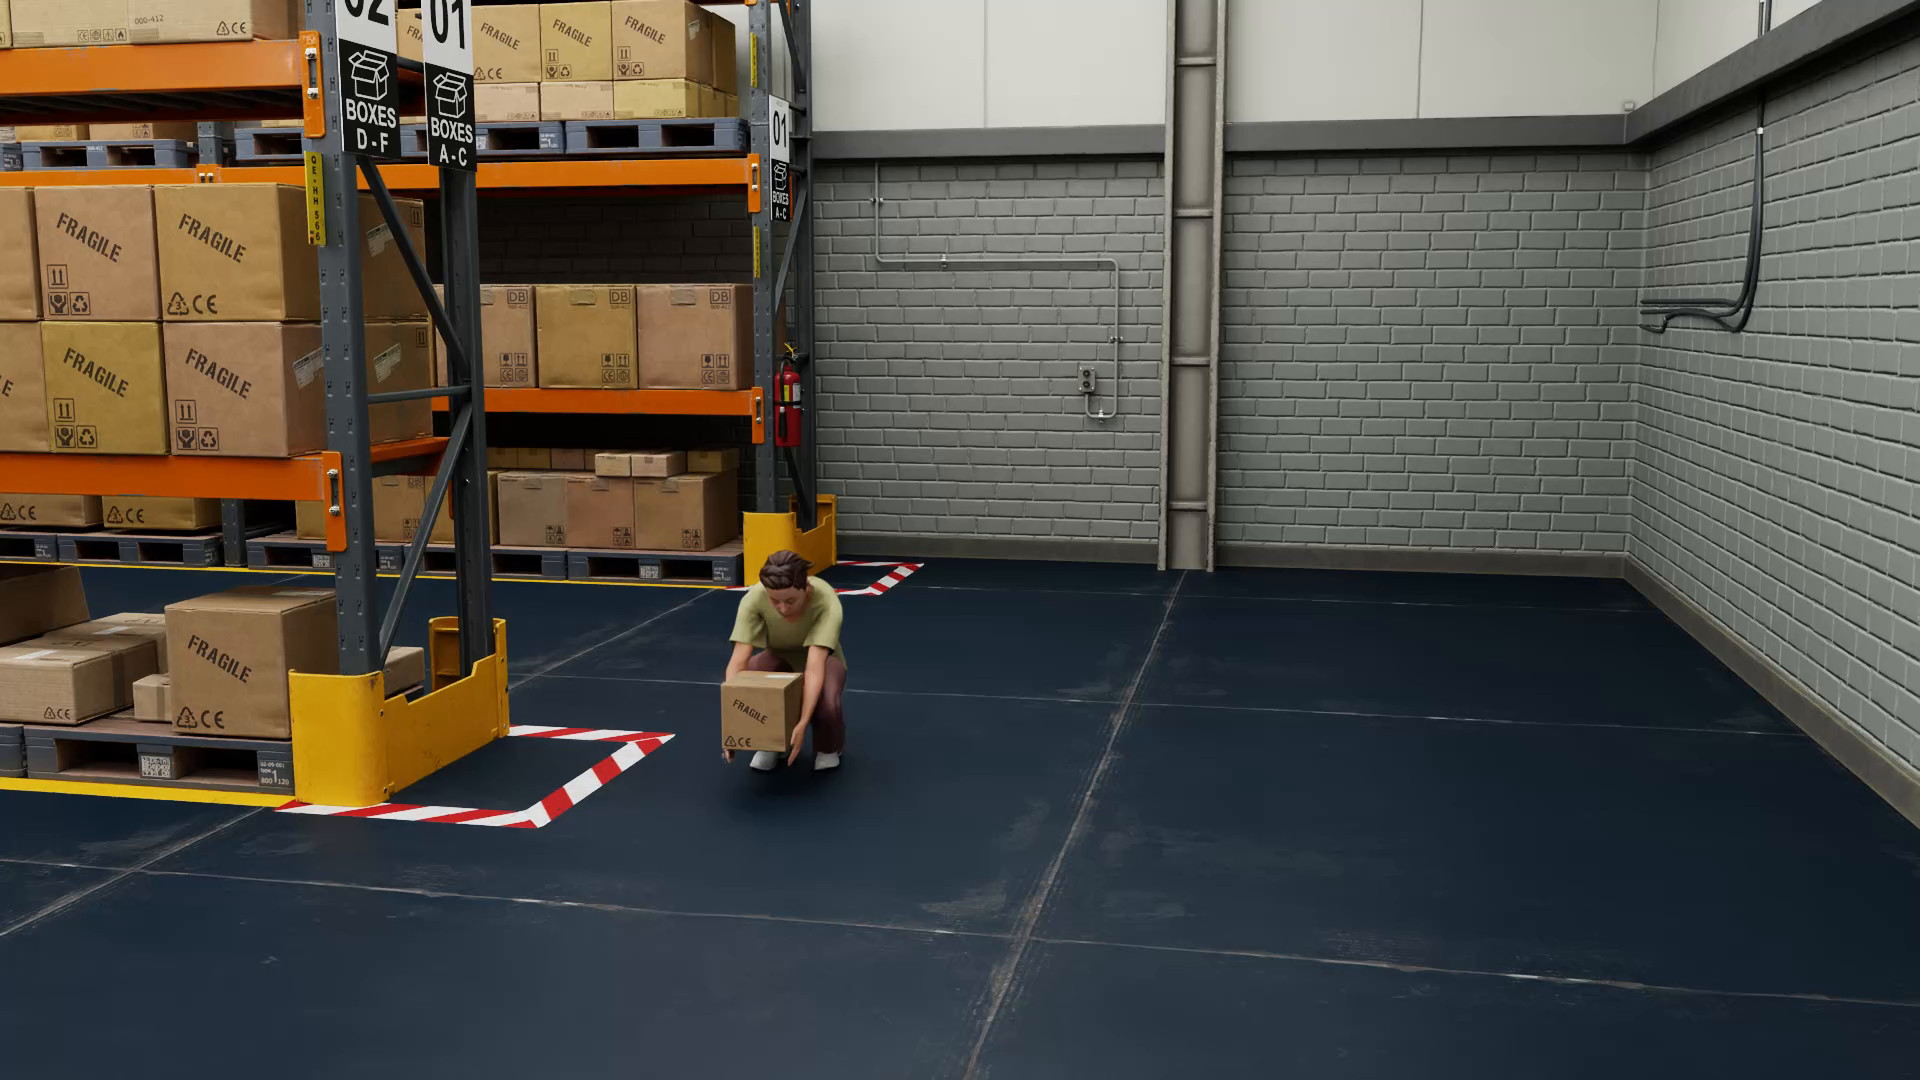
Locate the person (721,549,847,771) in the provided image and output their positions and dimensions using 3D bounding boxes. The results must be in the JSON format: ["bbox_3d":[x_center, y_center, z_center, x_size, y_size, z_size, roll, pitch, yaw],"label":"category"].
[{"bbox_3d":[-0.678,0.472,6.645,0.467,0.940,0.807,1,8,10],"label":"person"}]
